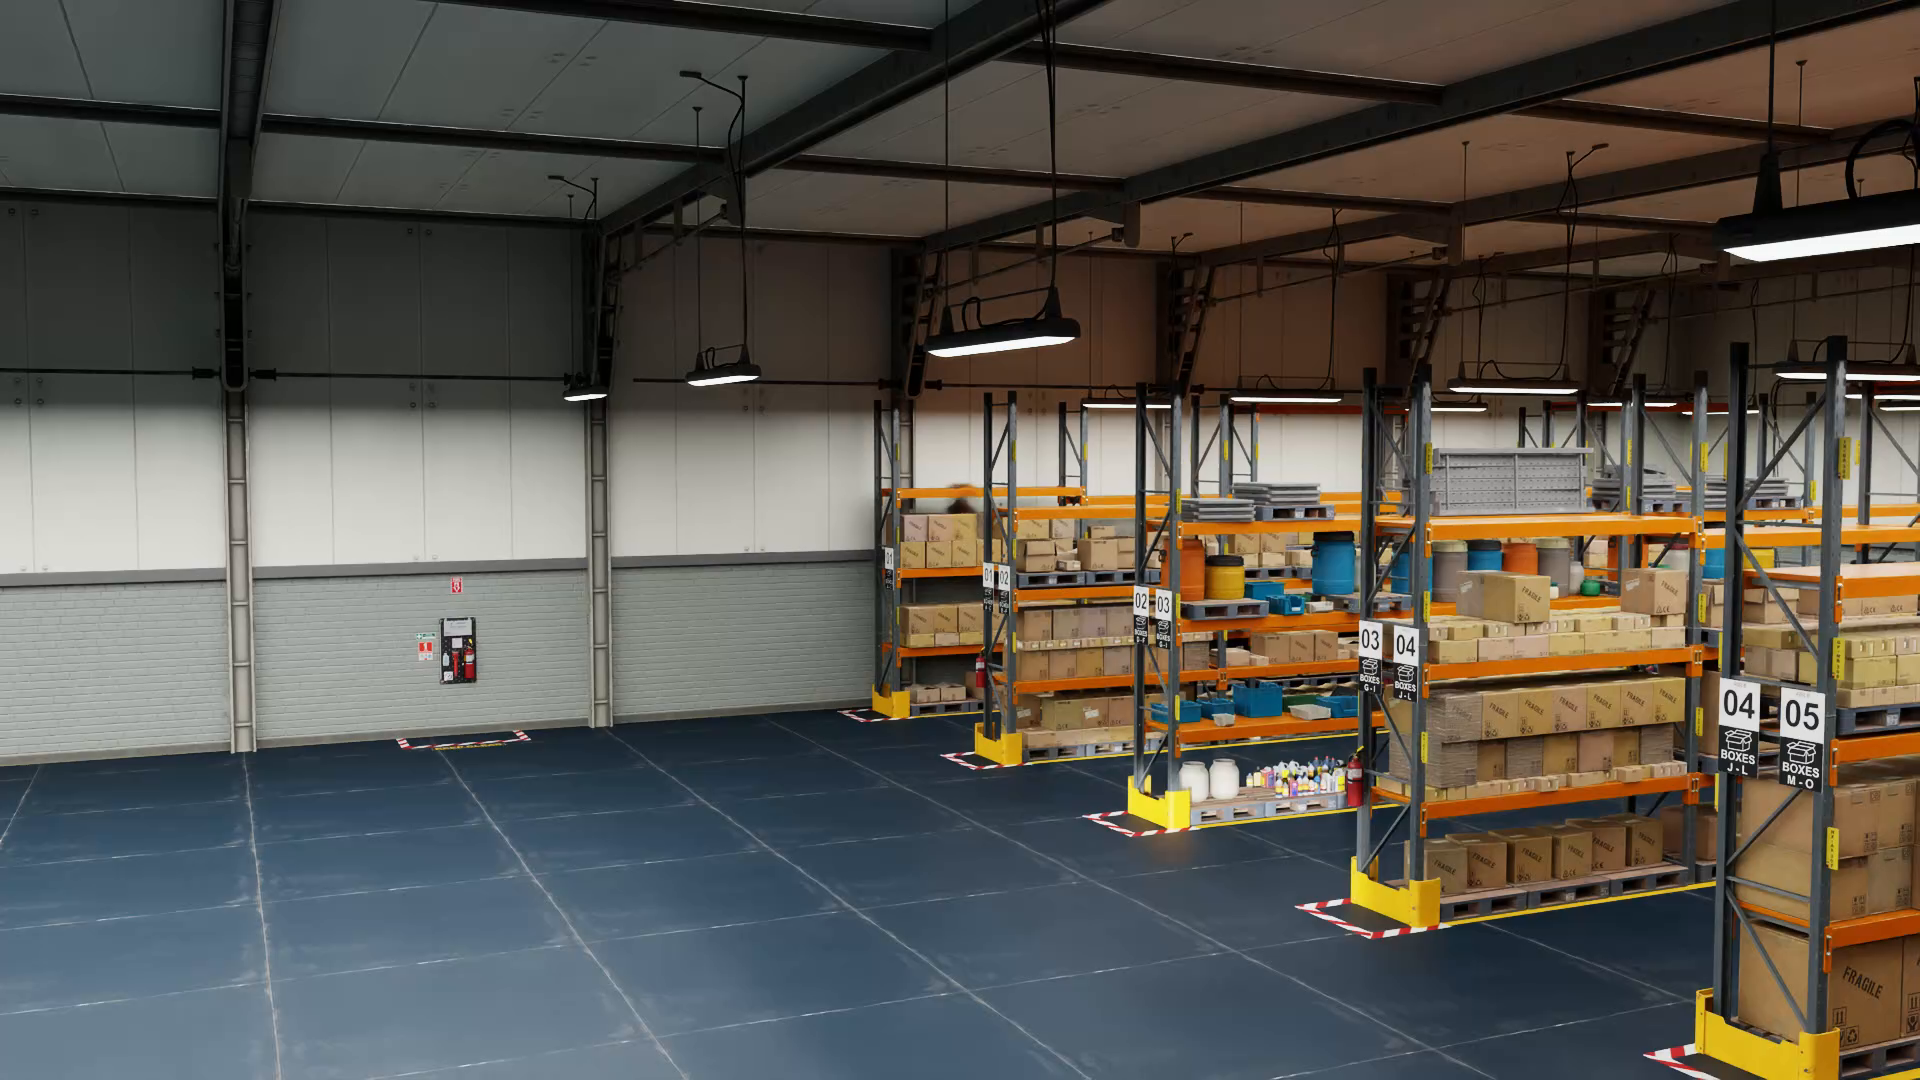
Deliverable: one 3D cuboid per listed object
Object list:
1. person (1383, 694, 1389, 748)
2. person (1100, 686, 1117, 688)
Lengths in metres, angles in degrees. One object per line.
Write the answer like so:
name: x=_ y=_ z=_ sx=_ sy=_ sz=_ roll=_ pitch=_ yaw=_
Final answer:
person: x=7.474 y=2.627 z=28.198 sx=1.078 sy=1.721 sz=0.684 roll=-2 pitch=4 yaw=-32
person: x=2.610 y=2.556 z=30.116 sx=1.054 sy=1.709 sz=0.725 roll=-2 pitch=4 yaw=-25
